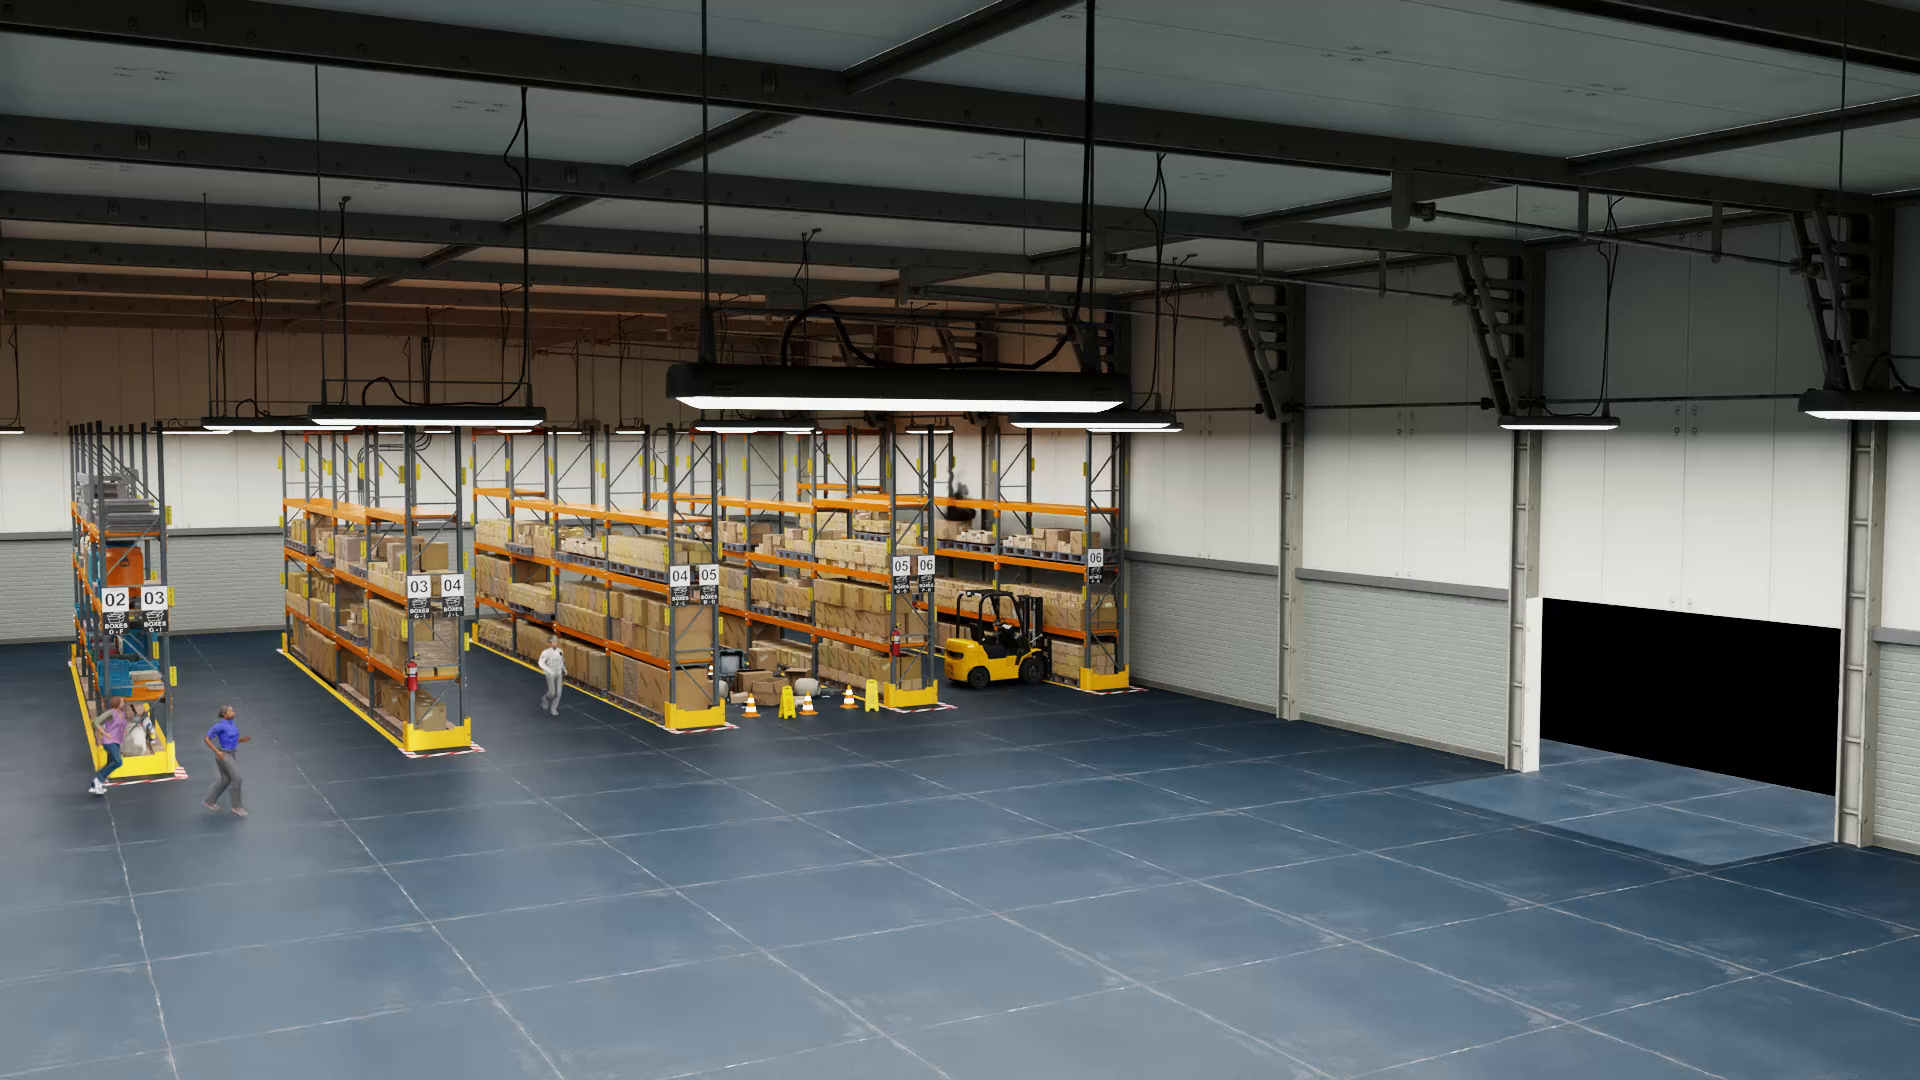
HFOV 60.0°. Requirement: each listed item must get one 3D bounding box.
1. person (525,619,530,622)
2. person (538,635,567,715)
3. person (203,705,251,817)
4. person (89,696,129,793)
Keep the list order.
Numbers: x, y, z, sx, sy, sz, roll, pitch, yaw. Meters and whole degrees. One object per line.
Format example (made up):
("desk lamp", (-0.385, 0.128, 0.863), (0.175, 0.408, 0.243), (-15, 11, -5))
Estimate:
("person", (-12.583, 1.803, 49.037), (0.645, 1.841, 0.767), (3, 5, 40))
("person", (-8.397, 2.774, 34.328), (0.605, 1.653, 0.540), (-3, 5, -42))
("person", (-11.119, 3.345, 25.179), (0.731, 1.712, 0.565), (0, 4, -4))
("person", (-13.676, 3.330, 26.800), (0.567, 1.429, 0.574), (0, 4, 2))
